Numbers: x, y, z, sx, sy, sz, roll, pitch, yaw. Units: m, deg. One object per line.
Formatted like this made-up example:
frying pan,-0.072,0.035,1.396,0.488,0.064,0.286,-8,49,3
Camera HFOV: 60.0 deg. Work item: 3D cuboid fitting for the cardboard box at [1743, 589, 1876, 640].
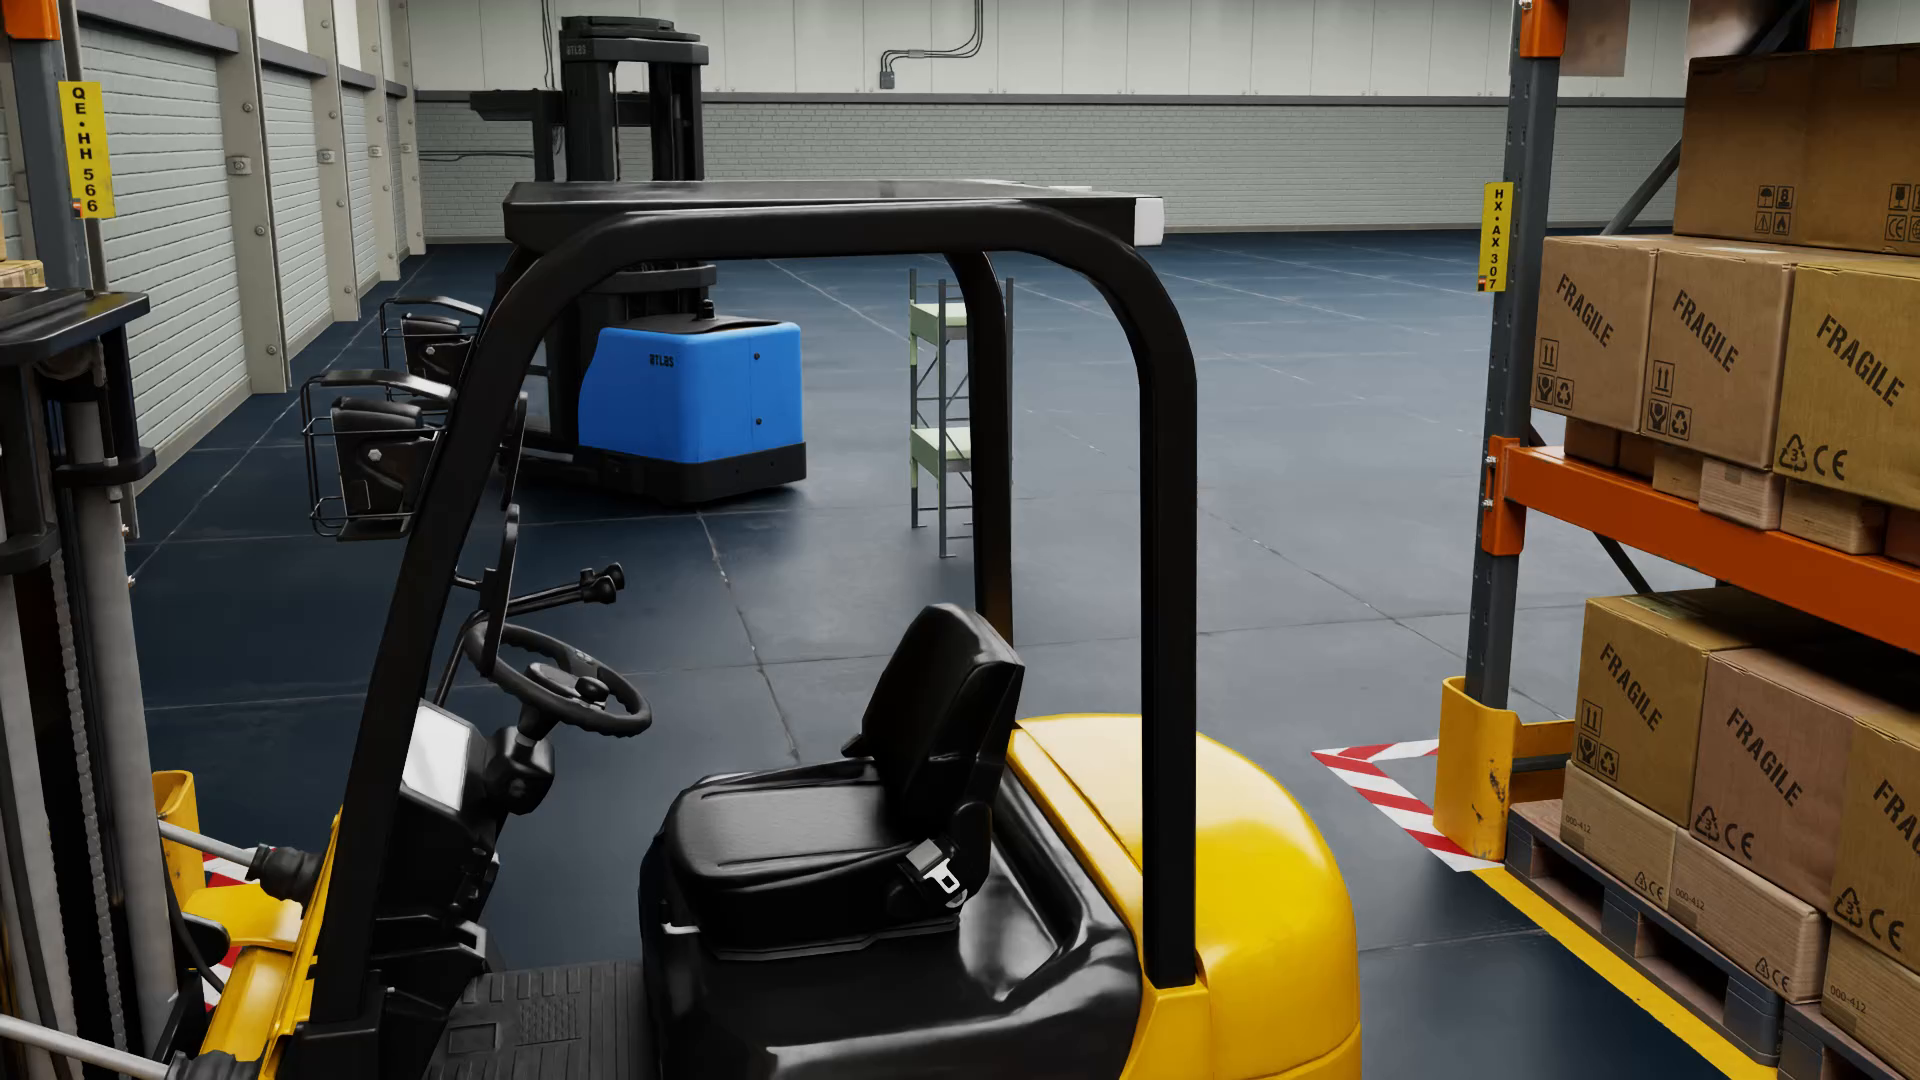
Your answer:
cardboard box,2.594,0.411,4.755,0.500,0.500,0.500,-3,14,-13

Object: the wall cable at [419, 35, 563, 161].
wall cable,-9.837,-9.119,34.333,3.097,2.526,0.112,-3,14,-13

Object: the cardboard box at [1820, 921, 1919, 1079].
cardboard box,2.326,1.049,3.720,0.500,0.250,0.500,-2,14,-9

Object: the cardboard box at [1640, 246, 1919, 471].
cardboard box,2.118,-0.476,4.219,0.500,0.500,0.500,-3,14,-11

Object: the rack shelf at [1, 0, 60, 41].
rack shelf,-2.202,-0.896,1.970,1.077,0.370,4.000,-3,14,-13

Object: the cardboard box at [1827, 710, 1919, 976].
cardboard box,2.316,0.684,3.637,0.500,0.500,0.500,-3,14,-12

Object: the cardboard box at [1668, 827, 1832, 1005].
cardboard box,2.185,0.924,4.233,0.500,0.250,0.500,-3,14,-11

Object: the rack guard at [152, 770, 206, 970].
rack guard,-2.678,0.959,4.448,1.175,0.500,0.348,-3,14,-13

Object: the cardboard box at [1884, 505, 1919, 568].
cardboard box,2.316,-0.016,3.700,0.380,0.149,0.250,-3,14,-11

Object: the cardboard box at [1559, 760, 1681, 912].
cardboard box,2.073,0.806,4.716,0.500,0.250,0.500,-3,14,-14

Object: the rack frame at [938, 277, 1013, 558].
rack frame,0.084,-0.646,8.910,0.400,1.500,0.023,-3,14,-13

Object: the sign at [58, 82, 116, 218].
sign,-2.141,-0.954,4.074,0.100,0.325,0.005,-3,14,-13

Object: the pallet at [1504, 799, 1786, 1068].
pallet,2.326,1.034,4.749,1.003,0.211,1.213,-3,14,-13

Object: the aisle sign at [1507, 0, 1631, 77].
aisle sign,1.836,-1.787,4.944,0.394,0.787,0.004,-3,14,-13

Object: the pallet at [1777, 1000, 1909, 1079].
pallet,2.609,1.315,3.599,1.003,0.211,1.213,-3,14,-13

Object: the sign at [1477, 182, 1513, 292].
sign,1.625,-0.917,5.038,0.100,0.325,0.005,-3,14,-13

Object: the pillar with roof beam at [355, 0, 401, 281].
pillar with roof beam,-4.836,-8.730,26.198,9.100,9.000,0.400,-3,14,-13

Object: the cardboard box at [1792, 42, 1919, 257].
cardboard box,2.596,-0.983,4.187,0.700,0.500,0.500,-3,14,-13

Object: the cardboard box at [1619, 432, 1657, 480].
cardboard box,2.104,-0.258,4.691,0.380,0.149,0.250,-3,14,-12

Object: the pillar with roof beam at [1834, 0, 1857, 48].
pillar with roof beam,16.004,-11.390,37.086,9.100,9.000,0.400,-3,14,-13

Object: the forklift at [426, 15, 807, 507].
forklift,-2.457,-1.891,10.990,3.031,2.935,1.130,11,17,38

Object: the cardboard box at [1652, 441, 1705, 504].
cardboard box,2.087,-0.192,4.422,0.380,0.149,0.250,-4,14,-15

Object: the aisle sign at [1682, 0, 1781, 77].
aisle sign,2.419,-1.821,5.081,0.394,0.787,0.004,-3,14,-13

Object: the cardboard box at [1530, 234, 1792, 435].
cardboard box,1.994,-0.596,4.707,0.500,0.500,0.500,-4,14,-14

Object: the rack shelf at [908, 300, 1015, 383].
rack shelf,-0.002,-1.109,9.163,0.431,0.370,0.720,-3,14,-13

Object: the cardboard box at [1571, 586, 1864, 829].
cardboard box,2.079,0.447,4.605,0.500,0.500,0.500,-4,14,-15

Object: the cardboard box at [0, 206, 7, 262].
cardboard box,-2.383,-0.687,3.714,0.380,0.149,0.250,-3,14,-13

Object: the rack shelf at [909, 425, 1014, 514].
rack shelf,-0.002,-0.413,9.333,0.431,0.370,0.720,-3,14,-13

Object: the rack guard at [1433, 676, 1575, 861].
rack guard,2.170,0.705,5.490,1.175,0.500,0.348,-3,14,-13

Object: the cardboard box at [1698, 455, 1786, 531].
cardboard box,2.102,-0.131,4.172,0.380,0.149,0.250,-3,14,-12

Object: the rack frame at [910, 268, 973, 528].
rack frame,-0.088,-0.815,9.601,0.400,1.500,0.023,-3,14,-13

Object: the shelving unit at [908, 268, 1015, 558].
shelving unit,-0.002,-0.730,9.255,0.431,1.500,0.755,-3,14,-13

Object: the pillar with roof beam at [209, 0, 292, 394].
pillar with roof beam,-2.018,-5.961,14.867,9.100,9.000,0.400,-3,14,-13

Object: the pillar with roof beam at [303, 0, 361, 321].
pillar with roof beam,-3.427,-7.346,20.532,9.100,9.000,0.400,-3,14,-13

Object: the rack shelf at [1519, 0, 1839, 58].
rack shelf,2.622,-1.174,3.106,1.077,0.370,4.000,-3,14,-13

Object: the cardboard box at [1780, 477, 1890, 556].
cardboard box,2.196,-0.073,3.936,0.380,0.149,0.250,-3,14,-12

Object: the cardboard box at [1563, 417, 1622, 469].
cardboard box,2.031,-0.315,4.927,0.380,0.149,0.250,-3,14,-13

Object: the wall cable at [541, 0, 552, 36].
wall cable,-7.207,-11.723,34.351,3.097,2.526,0.112,-3,14,-13

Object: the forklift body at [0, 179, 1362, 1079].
forklift body,-0.453,0.498,2.855,2.313,2.155,1.214,-3,14,-13

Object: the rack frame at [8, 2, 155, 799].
rack frame,-2.672,-0.250,4.129,1.000,3.000,0.127,-3,14,-13

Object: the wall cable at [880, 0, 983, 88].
wall cable,-0.605,-12.805,35.712,2.305,6.003,0.169,-3,14,-13

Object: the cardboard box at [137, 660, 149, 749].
cardboard box,-2.261,0.485,3.923,0.500,0.250,0.500,-3,14,-11

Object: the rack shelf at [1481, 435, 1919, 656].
rack shelf,2.622,0.284,3.462,1.077,0.370,4.000,-3,14,-13

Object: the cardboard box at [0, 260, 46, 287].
cardboard box,-2.318,-0.549,3.776,0.380,0.149,0.250,-3,14,-12

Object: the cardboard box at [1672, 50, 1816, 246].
cardboard box,2.484,-1.100,4.666,0.700,0.500,0.500,-4,14,-15

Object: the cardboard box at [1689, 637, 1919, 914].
cardboard box,2.206,0.568,4.112,0.500,0.500,0.500,-4,14,-15

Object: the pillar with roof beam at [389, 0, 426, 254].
pillar with roof beam,-6.246,-10.114,31.864,9.100,9.000,0.400,-3,14,-13

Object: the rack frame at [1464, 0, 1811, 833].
rack frame,2.152,-0.527,5.265,1.000,3.000,0.127,-3,14,-13

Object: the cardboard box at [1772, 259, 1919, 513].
cardboard box,2.239,-0.359,3.738,0.500,0.500,0.500,-4,14,-14

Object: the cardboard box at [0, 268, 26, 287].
cardboard box,-2.229,-0.492,3.542,0.380,0.149,0.250,-3,14,-12

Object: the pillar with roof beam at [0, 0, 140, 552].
pillar with roof beam,-0.609,-4.577,9.201,9.100,9.000,0.400,-3,14,-13

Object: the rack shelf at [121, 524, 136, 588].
rack shelf,-2.202,0.561,2.326,1.077,0.370,4.000,-3,14,-13

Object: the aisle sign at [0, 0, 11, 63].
aisle sign,-2.402,-1.544,3.949,0.394,0.787,0.004,-3,14,-13
